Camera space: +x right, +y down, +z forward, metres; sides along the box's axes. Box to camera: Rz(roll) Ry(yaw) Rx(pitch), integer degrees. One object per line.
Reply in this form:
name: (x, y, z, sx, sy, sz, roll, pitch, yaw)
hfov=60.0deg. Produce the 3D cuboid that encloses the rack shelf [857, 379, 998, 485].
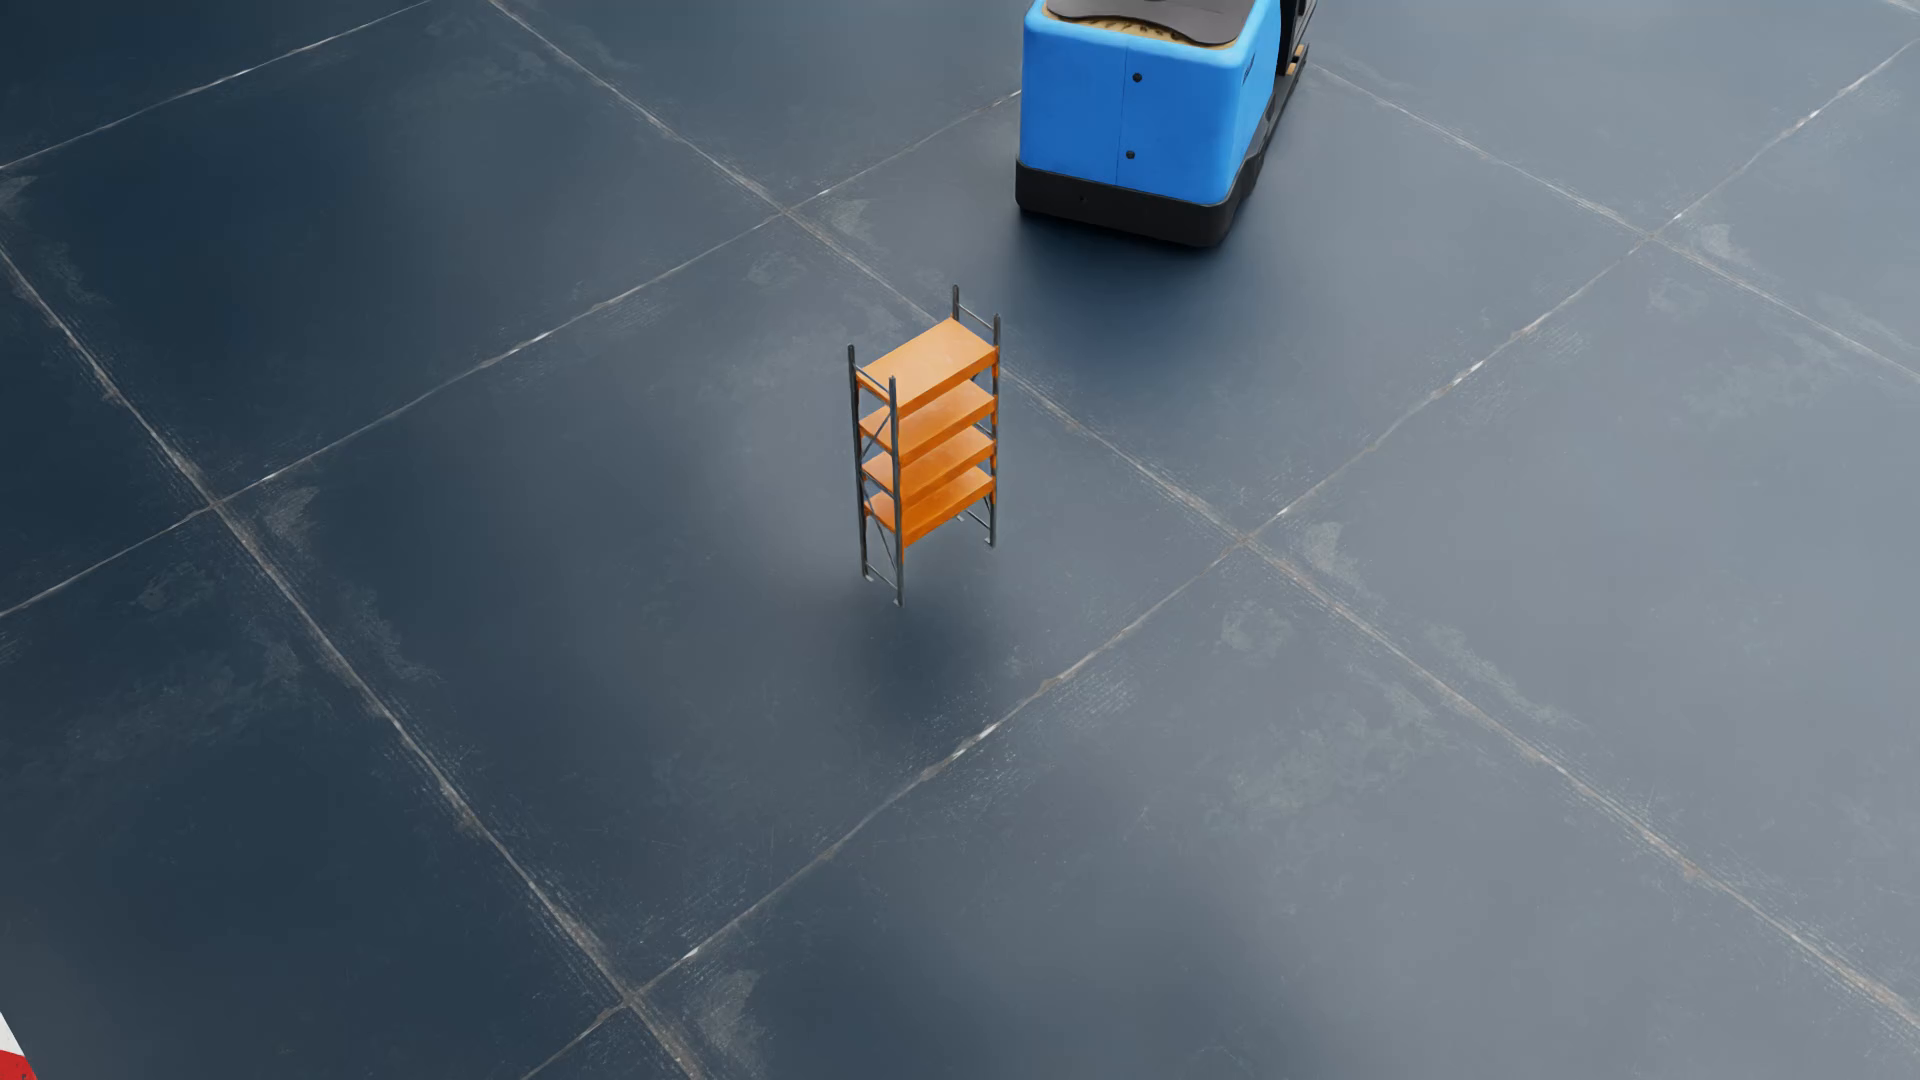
rack shelf: (-0.122, -0.431, 6.119, 0.480, 0.148, 0.258, -34, 56, -27)

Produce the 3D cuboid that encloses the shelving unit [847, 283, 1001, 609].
shelving unit: (-0.122, -0.325, 6.234, 0.503, 1.200, 0.258, -34, 56, -27)

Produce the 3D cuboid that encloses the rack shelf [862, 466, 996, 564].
rack shelf: (-0.122, -0.145, 6.429, 0.480, 0.148, 0.258, -34, 56, -27)

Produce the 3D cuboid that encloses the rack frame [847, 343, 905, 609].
rack frame: (-0.303, -0.204, 6.122, 0.015, 1.200, 0.240, -34, 56, -27)

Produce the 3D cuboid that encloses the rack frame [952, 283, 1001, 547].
rack frame: (0.058, -0.446, 6.345, 0.015, 1.200, 0.240, -34, 56, -27)

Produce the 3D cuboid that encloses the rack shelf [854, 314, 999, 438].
rack shelf: (-0.122, -0.592, 5.945, 0.480, 0.148, 0.258, -34, 56, -27)

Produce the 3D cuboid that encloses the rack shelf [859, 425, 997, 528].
rack shelf: (-0.122, -0.279, 6.283, 0.480, 0.148, 0.258, -34, 56, -27)

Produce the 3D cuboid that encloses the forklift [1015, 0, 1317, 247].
forklift: (1.260, -3.496, 7.982, 1.130, 2.935, 3.031, 15, 49, 14)
